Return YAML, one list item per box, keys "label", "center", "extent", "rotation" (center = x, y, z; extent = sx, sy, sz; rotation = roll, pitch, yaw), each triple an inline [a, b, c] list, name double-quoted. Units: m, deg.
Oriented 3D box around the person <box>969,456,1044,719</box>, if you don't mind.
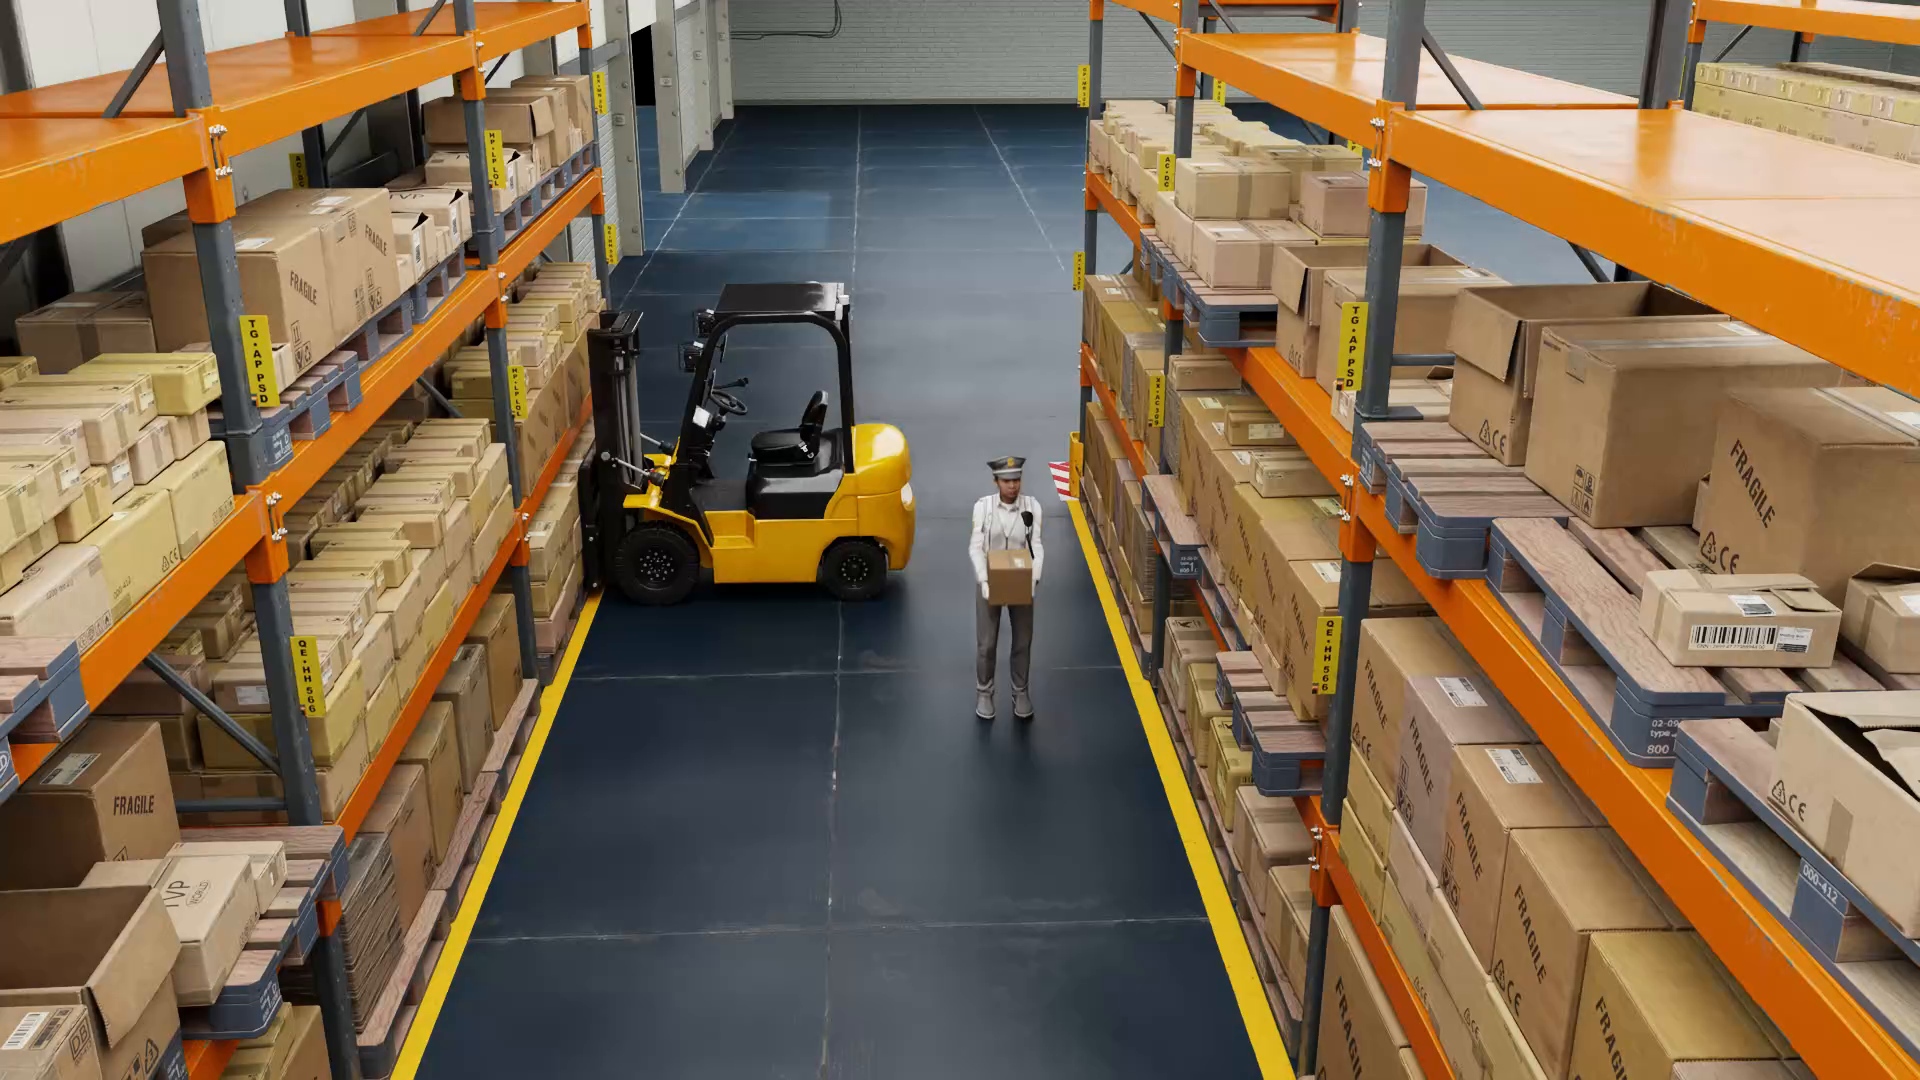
- label: "person"
  center: [0.285, 0.307, 10.227]
  extent: [0.458, 1.689, 0.543]
  rotation: [-1, 21, -3]
